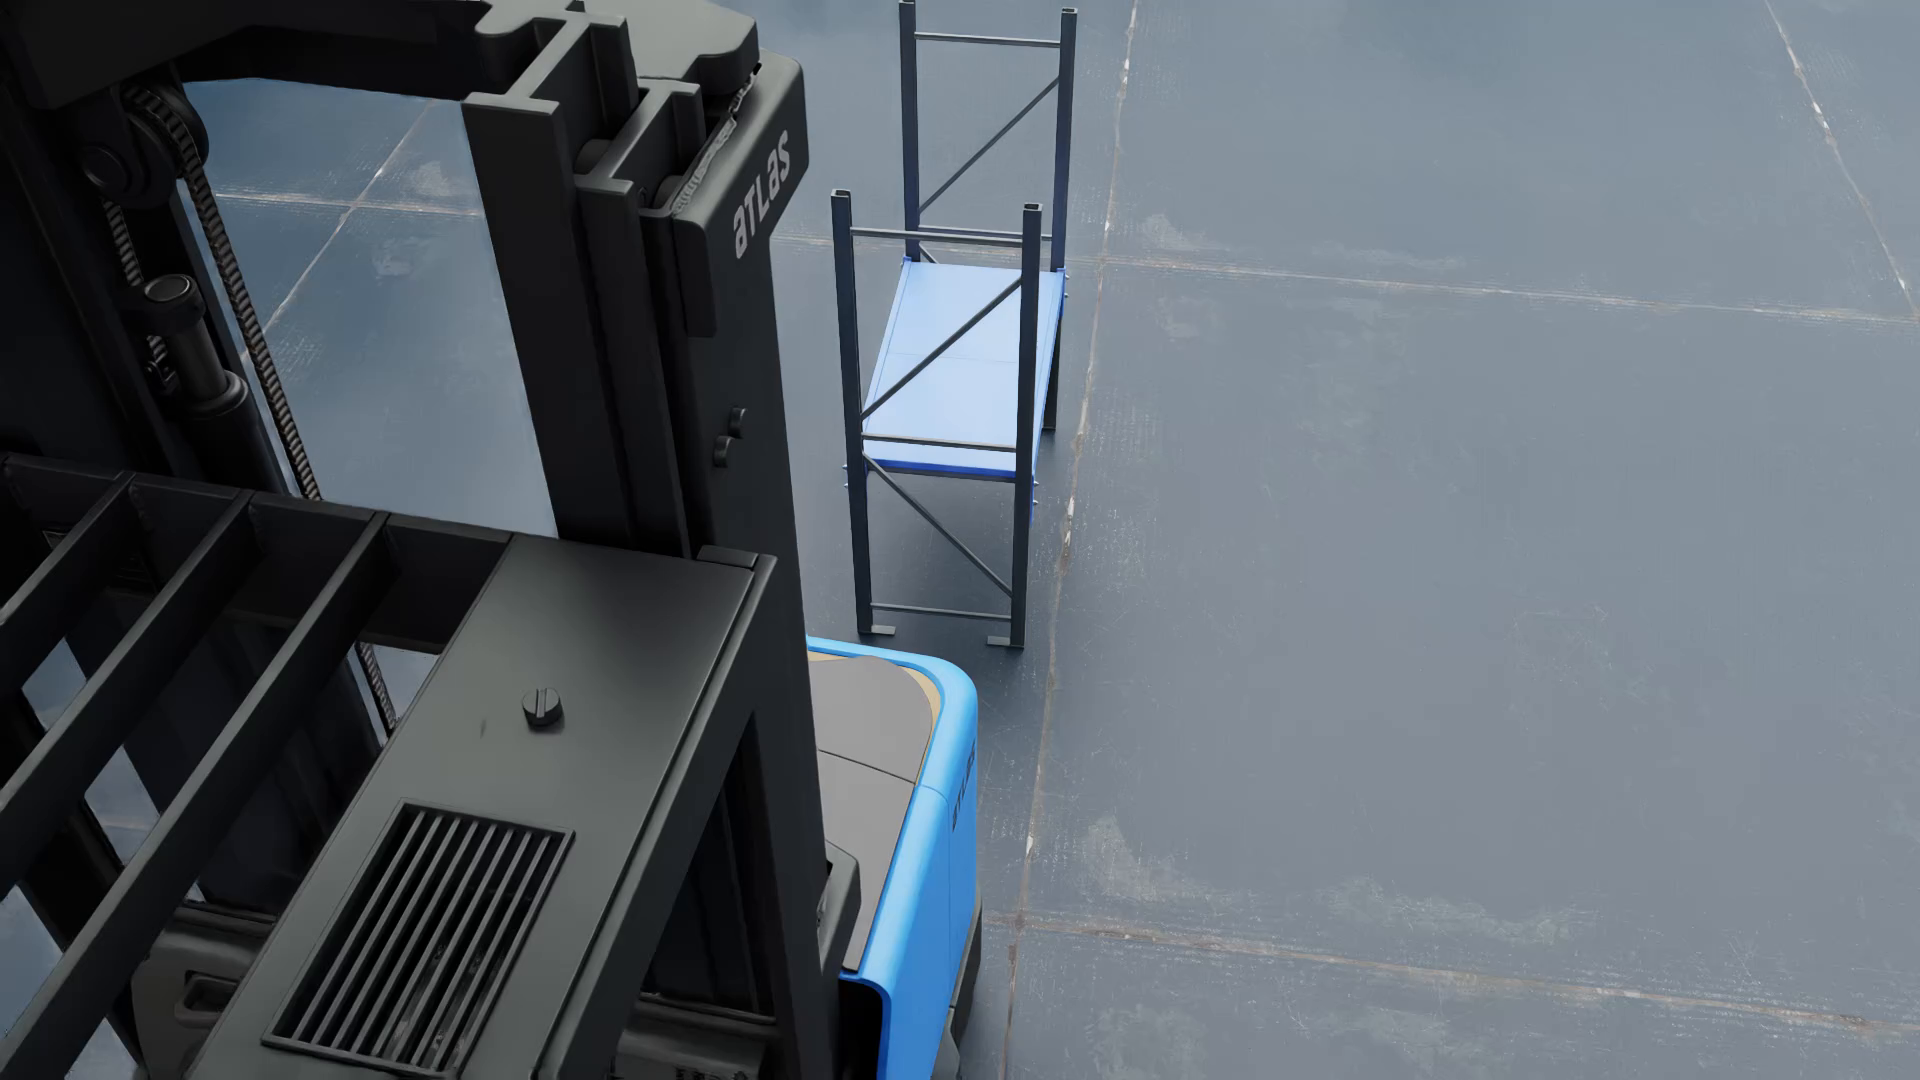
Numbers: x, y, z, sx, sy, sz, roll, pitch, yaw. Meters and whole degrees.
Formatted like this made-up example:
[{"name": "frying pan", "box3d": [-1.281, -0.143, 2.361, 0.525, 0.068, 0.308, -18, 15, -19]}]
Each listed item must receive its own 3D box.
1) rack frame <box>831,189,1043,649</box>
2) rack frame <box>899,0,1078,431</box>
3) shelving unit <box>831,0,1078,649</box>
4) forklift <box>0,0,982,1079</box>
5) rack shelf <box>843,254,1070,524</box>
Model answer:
[{"name": "rack frame", "box3d": [-0.056, -0.256, 4.430, 0.500, 1.500, 0.032, 5, 44, 6]}, {"name": "rack frame", "box3d": [0.078, -0.949, 5.162, 0.500, 1.500, 0.032, 5, 44, 6]}, {"name": "shelving unit", "box3d": [0.011, -0.603, 4.796, 0.538, 1.500, 1.048, 5, 44, 6]}, {"name": "forklift", "box3d": [-0.771, 0.886, 2.183, 1.130, 2.935, 3.031, 9, 44, 9]}, {"name": "rack shelf", "box3d": [0.011, -0.472, 4.919, 0.538, 0.185, 1.000, 5, 44, 6]}]
